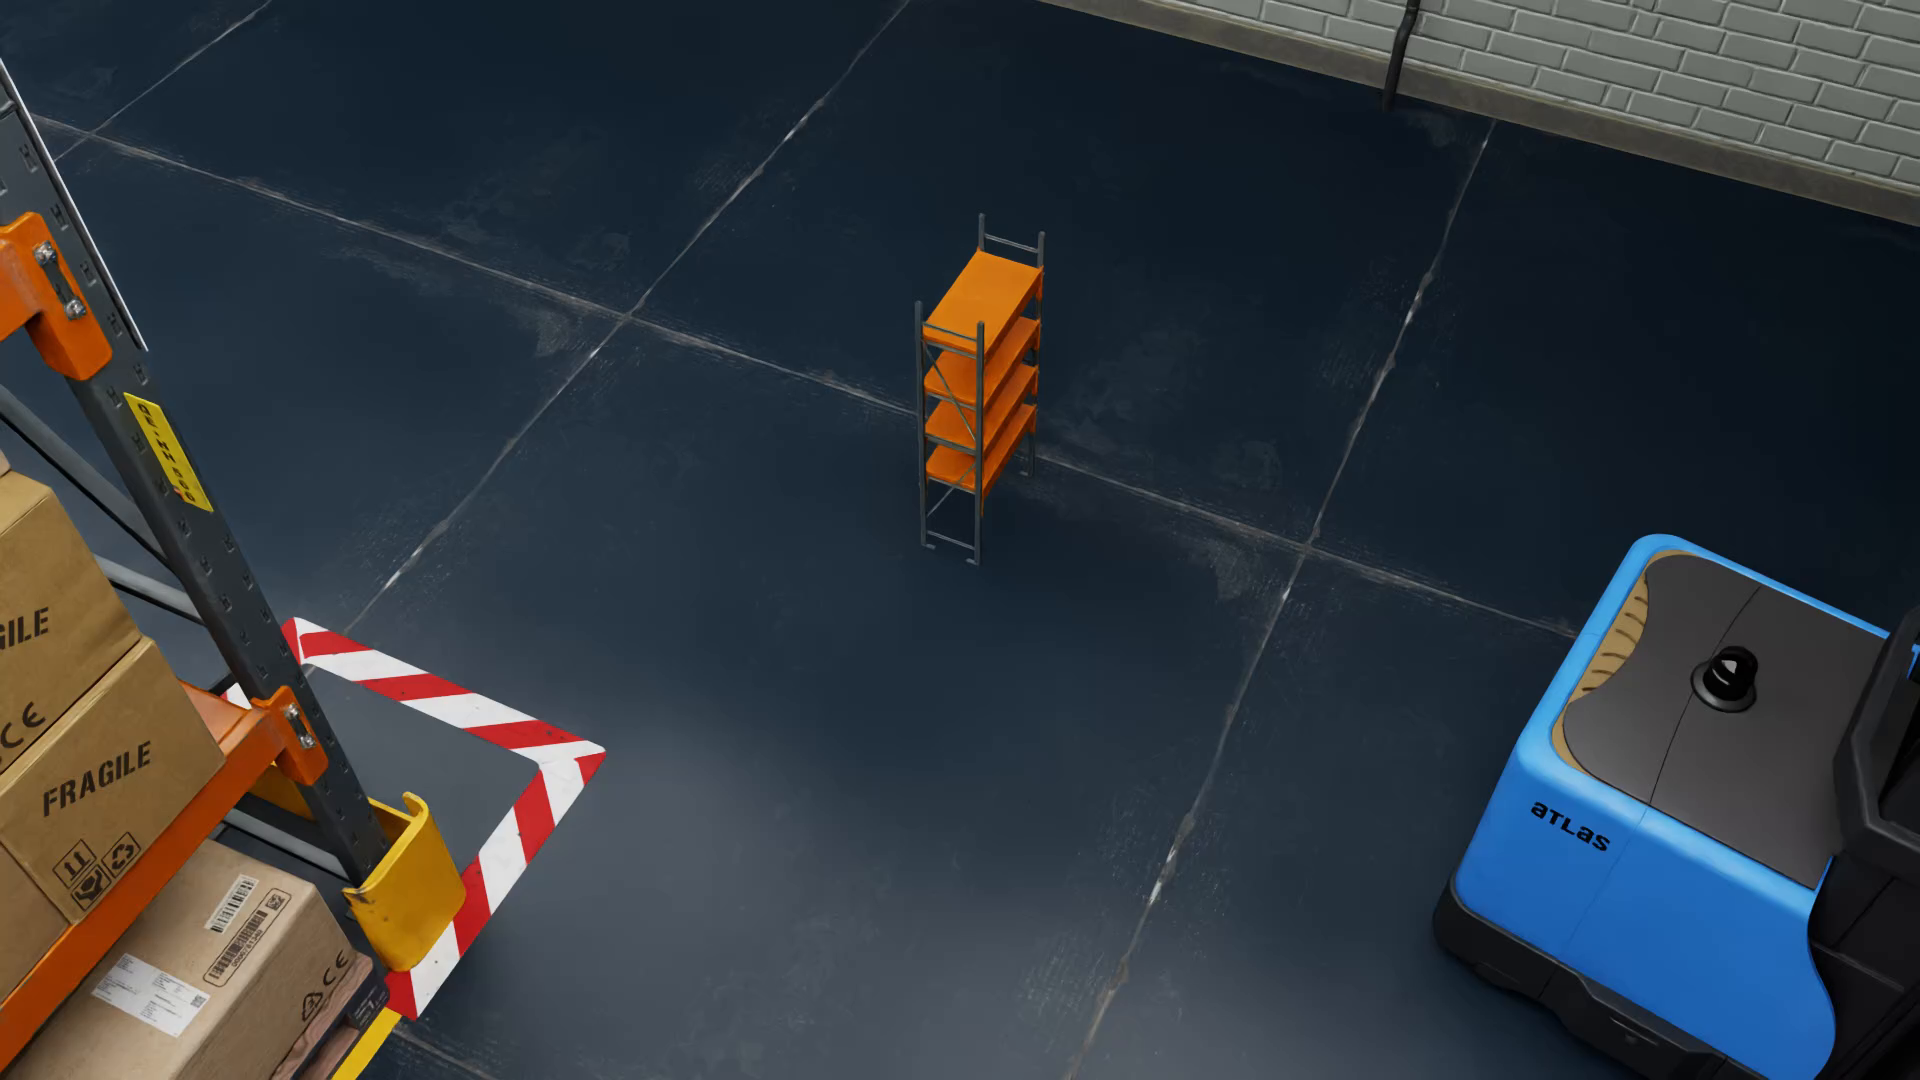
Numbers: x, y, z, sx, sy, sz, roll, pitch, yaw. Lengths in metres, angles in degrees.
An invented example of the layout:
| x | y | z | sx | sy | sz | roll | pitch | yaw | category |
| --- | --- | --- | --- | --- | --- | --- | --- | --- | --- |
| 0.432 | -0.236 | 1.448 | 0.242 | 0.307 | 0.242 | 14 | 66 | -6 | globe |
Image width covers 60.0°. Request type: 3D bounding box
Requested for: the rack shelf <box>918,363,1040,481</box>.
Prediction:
| x | y | z | sx | sy | sz | roll | pitch | yaw | category |
| --- | --- | --- | --- | --- | --- | --- | --- | --- | --- |
| 0.071 | -0.459 | 5.941 | 0.258 | 0.148 | 0.480 | 20 | 52 | 16 | rack shelf |

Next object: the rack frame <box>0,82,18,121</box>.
| x | y | z | sx | sy | sz | roll | pitch | yaw | category |
| --- | --- | --- | --- | --- | --- | --- | --- | --- | --- |
| -2.160 | -1.861 | 1.925 | 1.000 | 3.000 | 0.127 | 20 | 52 | 16 | rack frame |

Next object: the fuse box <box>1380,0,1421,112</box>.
| x | y | z | sx | sy | sz | roll | pitch | yaw | category |
| --- | --- | --- | --- | --- | --- | --- | --- | --- | --- |
| 2.065 | -2.606 | 7.344 | 0.539 | 1.711 | 0.414 | 20 | 52 | 16 | fuse box |

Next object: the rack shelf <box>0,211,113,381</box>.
| x | y | z | sx | sy | sz | roll | pitch | yaw | category |
| --- | --- | --- | --- | --- | --- | --- | --- | --- | --- |
| -3.014 | 0.722 | 2.169 | 1.077 | 0.370 | 4.000 | 20 | 52 | 16 | rack shelf |

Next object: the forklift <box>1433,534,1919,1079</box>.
| x | y | z | sx | sy | sz | roll | pitch | yaw | category |
| --- | --- | --- | --- | --- | --- | --- | --- | --- | --- |
| 2.958 | 0.654 | 3.769 | 3.031 | 2.935 | 1.130 | 28 | 55 | 22 | forklift |

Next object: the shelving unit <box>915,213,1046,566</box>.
| x | y | z | sx | sy | sz | roll | pitch | yaw | category |
| --- | --- | --- | --- | --- | --- | --- | --- | --- | --- |
| 0.071 | -0.503 | 5.890 | 0.258 | 1.200 | 0.503 | 20 | 52 | 16 | shelving unit |

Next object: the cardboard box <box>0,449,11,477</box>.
| x | y | z | sx | sy | sz | roll | pitch | yaw | category |
| --- | --- | --- | --- | --- | --- | --- | --- | --- | --- |
| -2.132 | -0.171 | 3.278 | 0.380 | 0.149 | 0.250 | 20 | 53 | 17 | cardboard box |

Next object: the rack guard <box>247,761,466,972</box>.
| x | y | z | sx | sy | sz | roll | pitch | yaw | category |
| --- | --- | --- | --- | --- | --- | --- | --- | --- | --- |
| -2.150 | 0.877 | 5.176 | 1.175 | 0.500 | 0.348 | 20 | 52 | 16 | rack guard |

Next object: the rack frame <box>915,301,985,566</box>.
| x | y | z | sx | sy | sz | roll | pitch | yaw | category |
| --- | --- | --- | --- | --- | --- | --- | --- | --- | --- |
| -0.034 | -0.335 | 5.747 | 0.240 | 1.200 | 0.015 | 20 | 52 | 16 | rack frame |

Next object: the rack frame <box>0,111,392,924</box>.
| x | y | z | sx | sy | sz | roll | pitch | yaw | category |
| --- | --- | --- | --- | --- | --- | --- | --- | --- | --- |
| -2.160 | 0.083 | 4.210 | 1.000 | 3.000 | 0.127 | 20 | 52 | 16 | rack frame |

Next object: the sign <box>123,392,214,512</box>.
| x | y | z | sx | sy | sz | roll | pitch | yaw | category |
| --- | --- | --- | --- | --- | --- | --- | --- | --- | --- |
| -1.675 | -0.183 | 3.520 | 0.100 | 0.325 | 0.005 | 20 | 52 | 16 | sign |

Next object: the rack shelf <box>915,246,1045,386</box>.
| x | y | z | sx | sy | sz | roll | pitch | yaw | category |
| --- | --- | --- | --- | --- | --- | --- | --- | --- | --- |
| 0.071 | -0.757 | 5.591 | 0.258 | 0.148 | 0.480 | 20 | 52 | 16 | rack shelf |

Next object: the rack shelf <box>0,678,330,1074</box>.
| x | y | z | sx | sy | sz | roll | pitch | yaw | category |
| --- | --- | --- | --- | --- | --- | --- | --- | --- | --- |
| -3.014 | 1.694 | 3.312 | 1.077 | 0.370 | 4.000 | 20 | 52 | 16 | rack shelf |

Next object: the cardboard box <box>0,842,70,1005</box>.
| x | y | z | sx | sy | sz | roll | pitch | yaw | category |
| --- | --- | --- | --- | --- | --- | --- | --- | --- | --- |
| -2.355 | 0.810 | 3.526 | 0.500 | 0.500 | 0.500 | 19 | 52 | 15 | cardboard box |

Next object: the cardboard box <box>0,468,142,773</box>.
| x | y | z | sx | sy | sz | roll | pitch | yaw | category |
| --- | --- | --- | --- | --- | --- | --- | --- | --- | --- |
| -2.150 | 0.136 | 3.442 | 0.500 | 0.500 | 0.500 | 21 | 53 | 17 | cardboard box |

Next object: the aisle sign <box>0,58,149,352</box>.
| x | y | z | sx | sy | sz | roll | pitch | yaw | category |
| --- | --- | --- | --- | --- | --- | --- | --- | --- | --- |
| -1.849 | -0.708 | 3.176 | 0.394 | 0.787 | 0.004 | 20 | 52 | 16 | aisle sign |

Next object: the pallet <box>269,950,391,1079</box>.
| x | y | z | sx | sy | sz | roll | pitch | yaw | category |
| --- | --- | --- | --- | --- | --- | --- | --- | --- | --- |
| -2.431 | 1.563 | 4.781 | 1.003 | 0.211 | 1.213 | 20 | 52 | 16 | pallet |

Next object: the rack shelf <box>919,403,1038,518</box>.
| x | y | z | sx | sy | sz | roll | pitch | yaw | category |
| --- | --- | --- | --- | --- | --- | --- | --- | --- | --- |
| 0.071 | -0.331 | 6.092 | 0.258 | 0.148 | 0.480 | 20 | 52 | 16 | rack shelf |

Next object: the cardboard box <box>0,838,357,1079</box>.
| x | y | z | sx | sy | sz | roll | pitch | yaw | category |
| --- | --- | --- | --- | --- | --- | --- | --- | --- | --- |
| -2.351 | 1.265 | 4.611 | 0.875 | 0.438 | 0.875 | 18 | 52 | 15 | cardboard box |

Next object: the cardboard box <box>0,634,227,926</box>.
| x | y | z | sx | sy | sz | roll | pitch | yaw | category |
| --- | --- | --- | --- | --- | --- | --- | --- | --- | --- |
| -2.127 | 0.469 | 3.816 | 0.500 | 0.500 | 0.500 | 20 | 53 | 16 | cardboard box |

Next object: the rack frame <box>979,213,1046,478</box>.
| x | y | z | sx | sy | sz | roll | pitch | yaw | category |
| --- | --- | --- | --- | --- | --- | --- | --- | --- | --- |
| 0.175 | -0.671 | 6.033 | 0.240 | 1.200 | 0.015 | 20 | 52 | 16 | rack frame |

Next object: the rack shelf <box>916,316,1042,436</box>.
| x | y | z | sx | sy | sz | roll | pitch | yaw | category |
| --- | --- | --- | --- | --- | --- | --- | --- | --- | --- |
| 0.071 | -0.604 | 5.771 | 0.258 | 0.148 | 0.480 | 20 | 52 | 16 | rack shelf |
